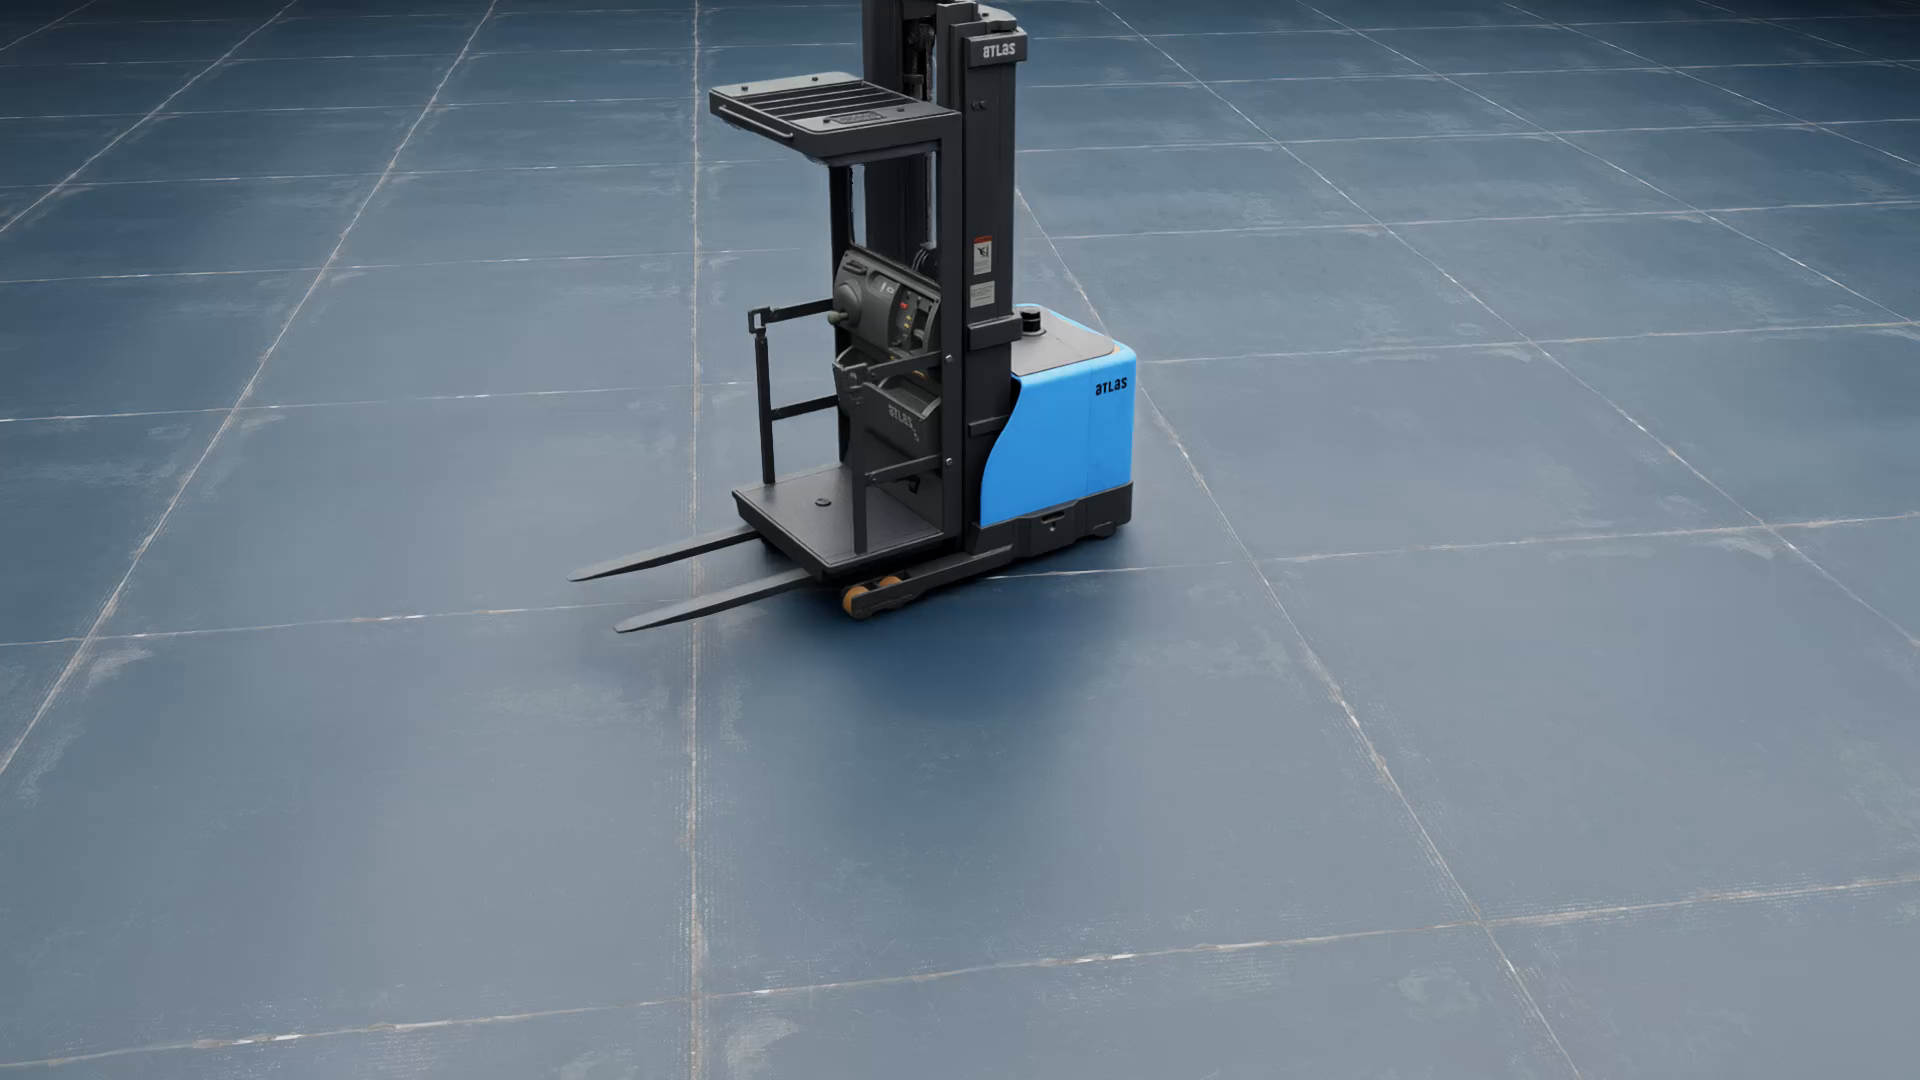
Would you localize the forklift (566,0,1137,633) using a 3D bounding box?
[{"bbox_3d":[-0.548,-1.175,8.329,3.031,2.935,1.130,-17,32,-29],"label":"forklift"}]
